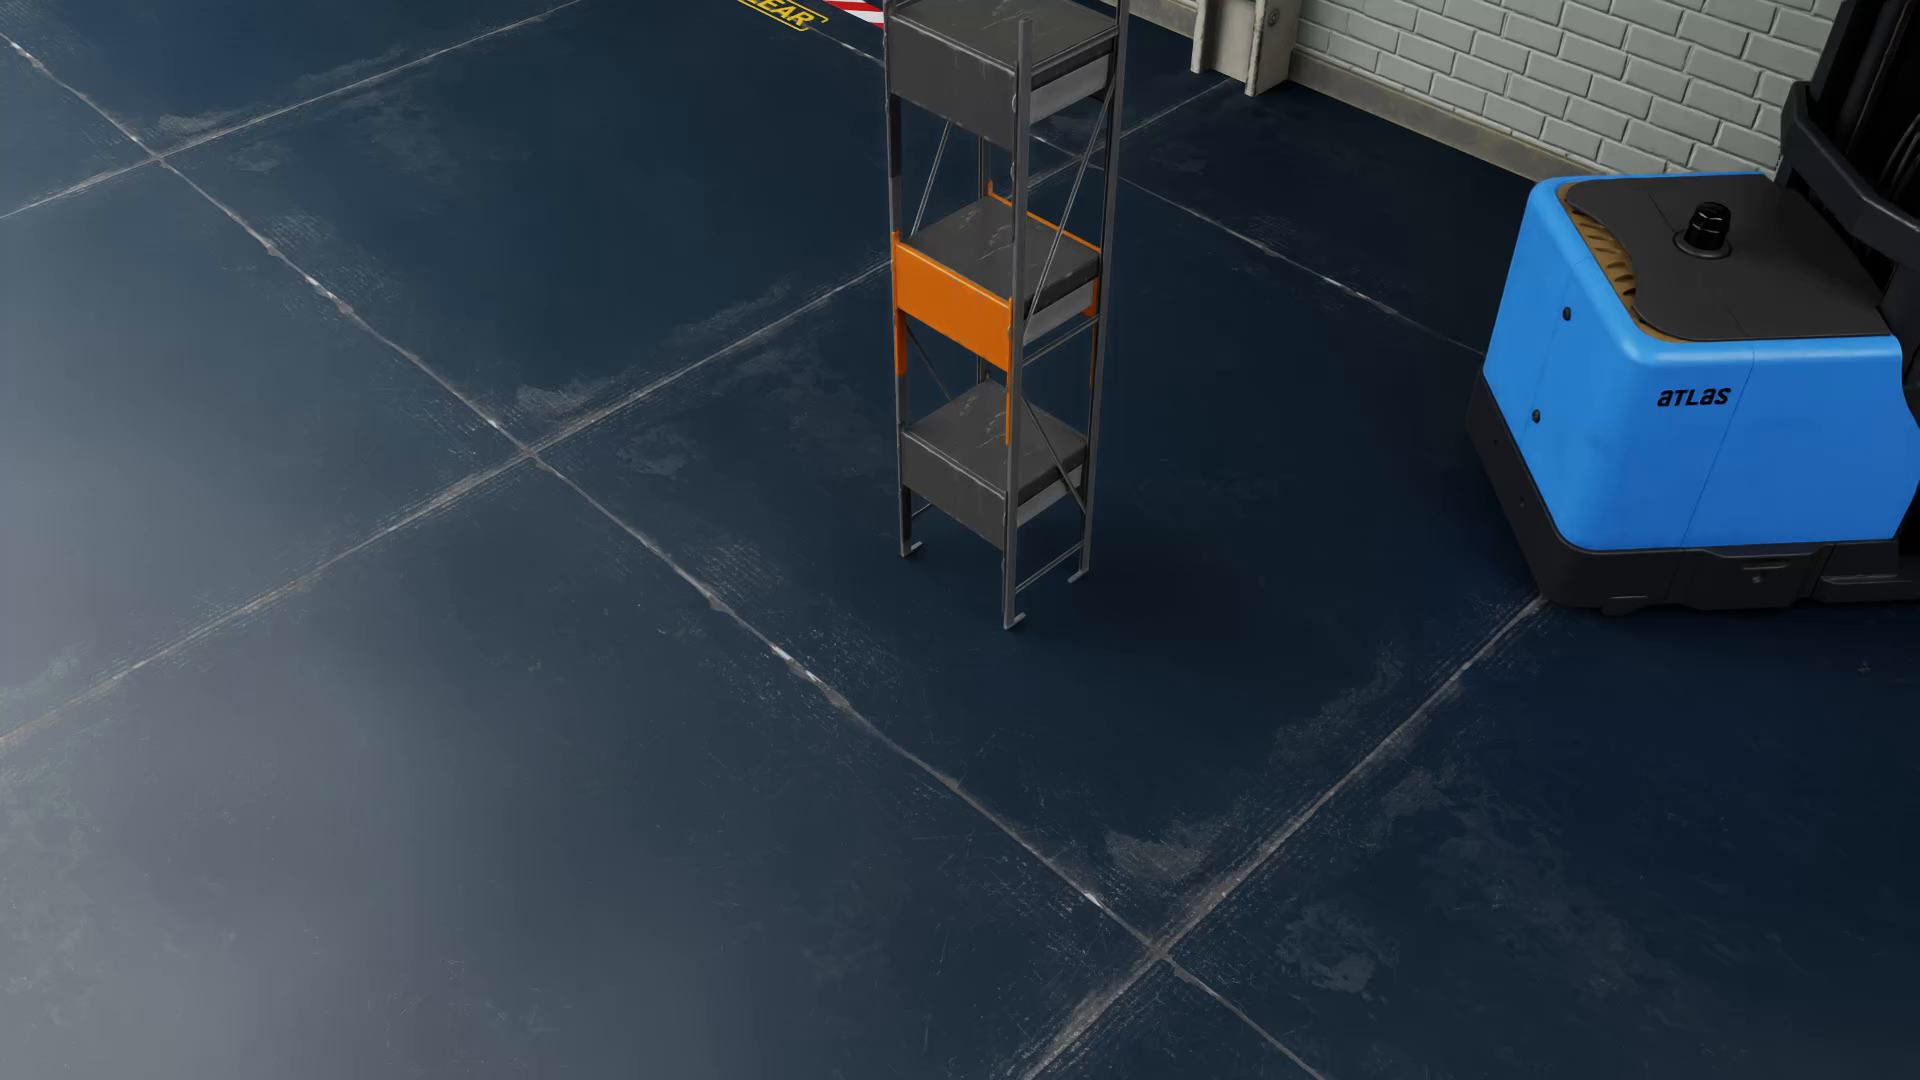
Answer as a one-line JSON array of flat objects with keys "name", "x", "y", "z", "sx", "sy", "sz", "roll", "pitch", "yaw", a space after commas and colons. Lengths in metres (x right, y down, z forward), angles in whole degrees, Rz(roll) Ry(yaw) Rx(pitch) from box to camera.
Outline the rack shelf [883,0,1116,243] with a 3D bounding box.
[{"name": "rack shelf", "x": 0.117, "y": -1.196, "z": 4.486, "sx": 0.431, "sy": 0.518, "sz": 0.480, "roll": -34, "pitch": 53, "yaw": -31}]

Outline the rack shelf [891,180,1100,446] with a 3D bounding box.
[{"name": "rack shelf", "x": 0.117, "y": -0.682, "z": 4.961, "sx": 0.431, "sy": 0.518, "sz": 0.480, "roll": -34, "pitch": 53, "yaw": -31}]

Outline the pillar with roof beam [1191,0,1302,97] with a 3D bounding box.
[{"name": "pillar with roof beam", "x": -1.655, "y": -3.562, "z": 2.974, "sx": 9.100, "sy": 9.000, "sz": 0.400, "roll": -34, "pitch": 53, "yaw": -31}]

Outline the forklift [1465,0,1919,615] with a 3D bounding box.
[{"name": "forklift", "x": 3.391, "y": -1.216, "z": 4.906, "sx": 3.031, "sy": 2.935, "sz": 1.130, "roll": -2, "pitch": 43, "yaw": -3}]

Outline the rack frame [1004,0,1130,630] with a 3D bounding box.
[{"name": "rack frame", "x": 0.289, "y": -0.574, "z": 4.824, "sx": 0.400, "sy": 2.100, "sz": 0.015, "roll": -34, "pitch": 53, "yaw": -31}]

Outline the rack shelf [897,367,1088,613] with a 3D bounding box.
[{"name": "rack shelf", "x": 0.117, "y": -0.167, "z": 5.436, "sx": 0.431, "sy": 0.518, "sz": 0.480, "roll": -34, "pitch": 53, "yaw": -31}]

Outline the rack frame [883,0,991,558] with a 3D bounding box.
[{"name": "rack frame", "x": -0.055, "y": -0.809, "z": 5.078, "sx": 0.400, "sy": 2.100, "sz": 0.015, "roll": -34, "pitch": 53, "yaw": -31}]

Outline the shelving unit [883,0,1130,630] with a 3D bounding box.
[{"name": "shelving unit", "x": 0.117, "y": -0.692, "z": 4.951, "sx": 0.431, "sy": 2.100, "sz": 0.503, "roll": -34, "pitch": 53, "yaw": -31}]
